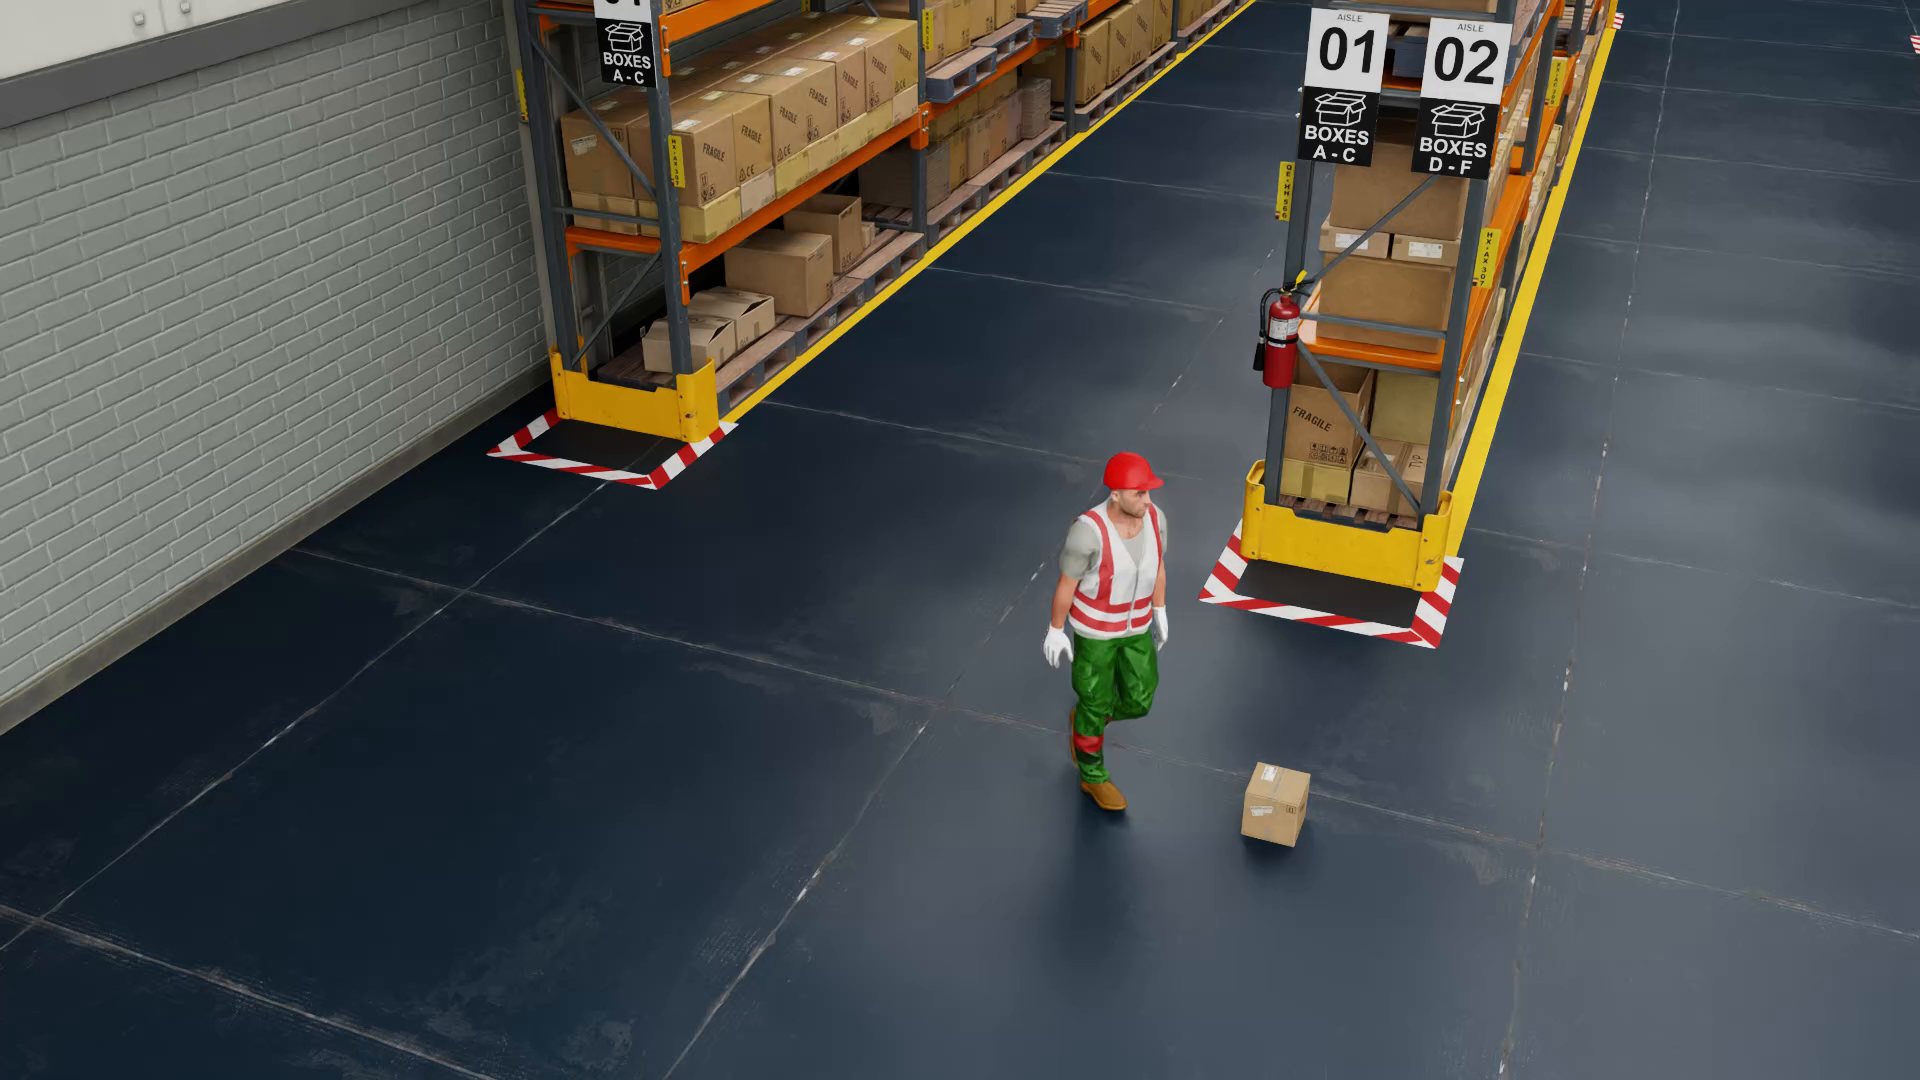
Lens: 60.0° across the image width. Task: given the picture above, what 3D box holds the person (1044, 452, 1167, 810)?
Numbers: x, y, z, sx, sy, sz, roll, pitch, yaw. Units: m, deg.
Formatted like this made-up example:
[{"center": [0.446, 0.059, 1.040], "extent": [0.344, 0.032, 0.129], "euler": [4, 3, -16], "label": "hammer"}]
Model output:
[{"center": [0.672, 0.390, 7.673], "extent": [0.604, 1.784, 0.570], "euler": [-15, 33, -25], "label": "person"}]
